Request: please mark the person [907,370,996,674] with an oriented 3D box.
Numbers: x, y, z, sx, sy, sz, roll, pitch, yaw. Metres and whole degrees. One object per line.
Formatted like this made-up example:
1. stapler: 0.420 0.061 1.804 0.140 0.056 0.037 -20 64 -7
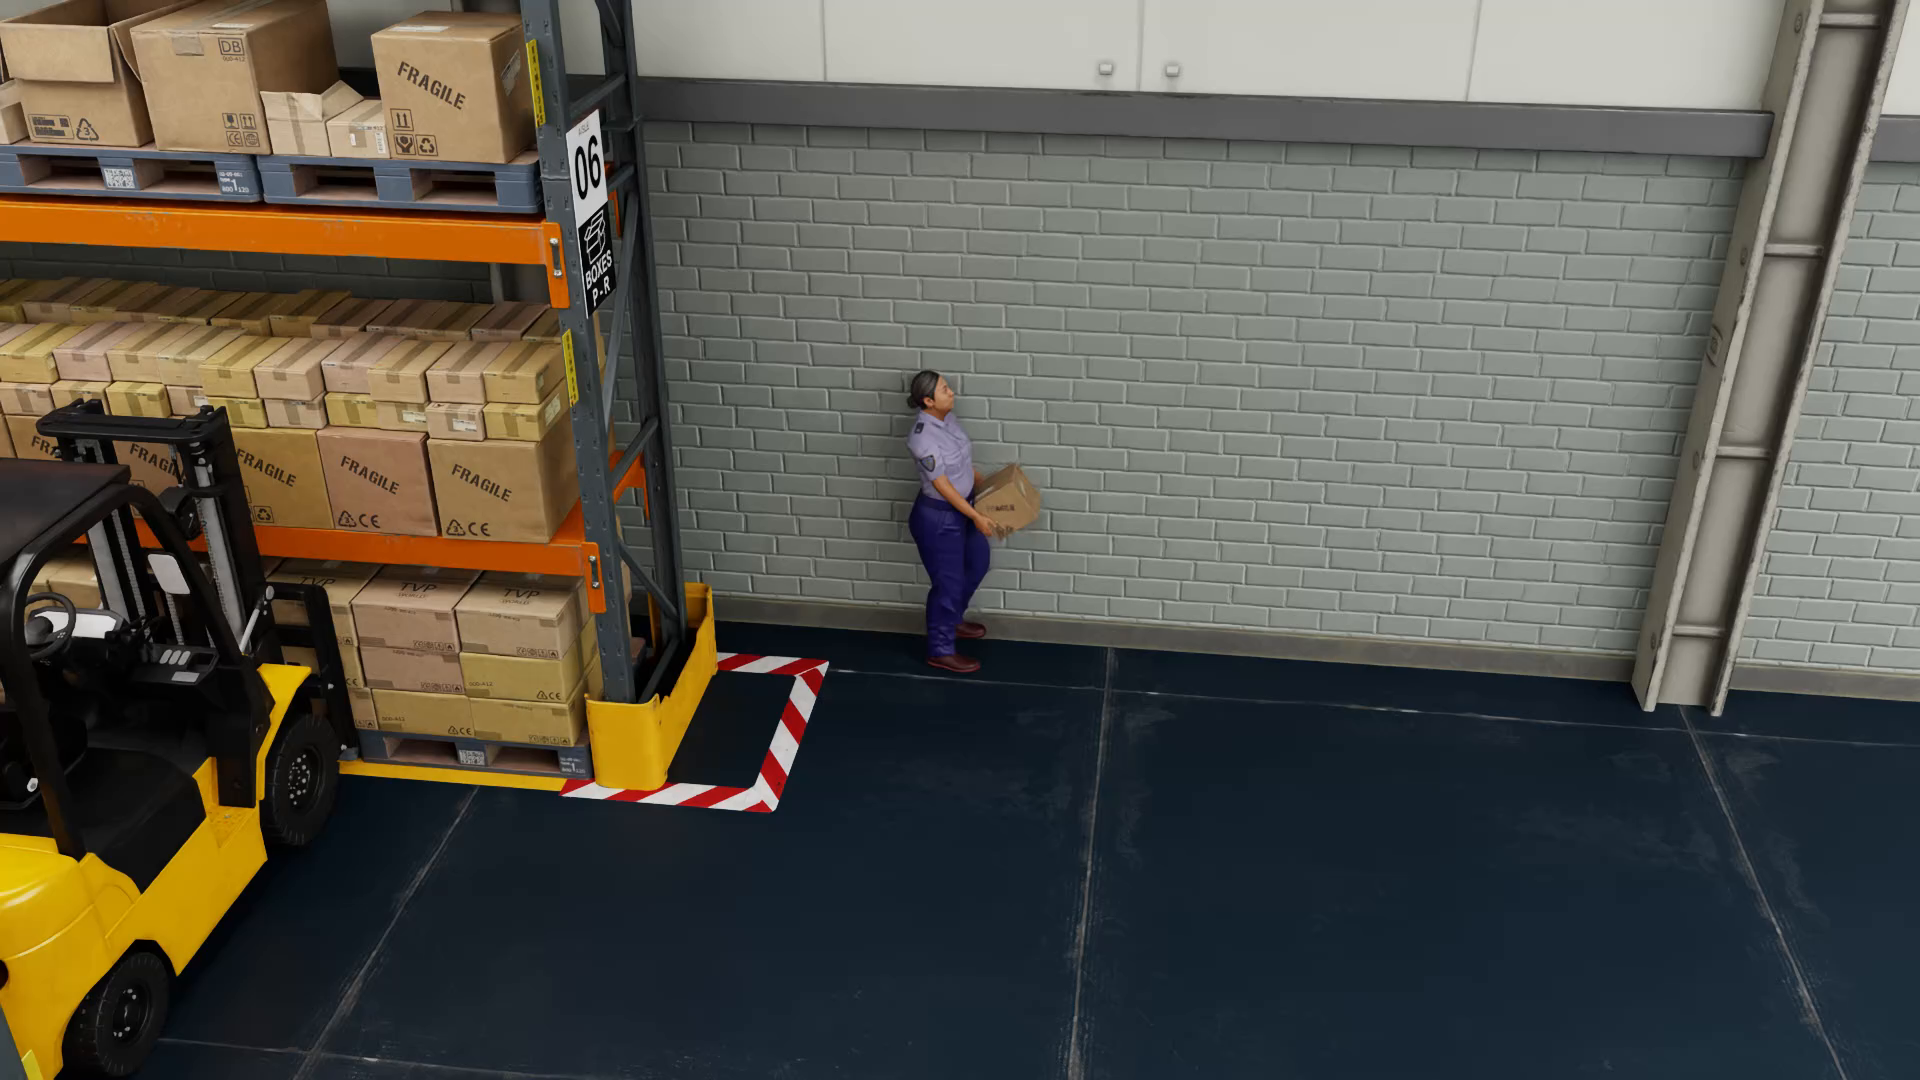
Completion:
1. person: -0.023 -0.109 8.852 0.516 1.634 0.476 8 29 14
